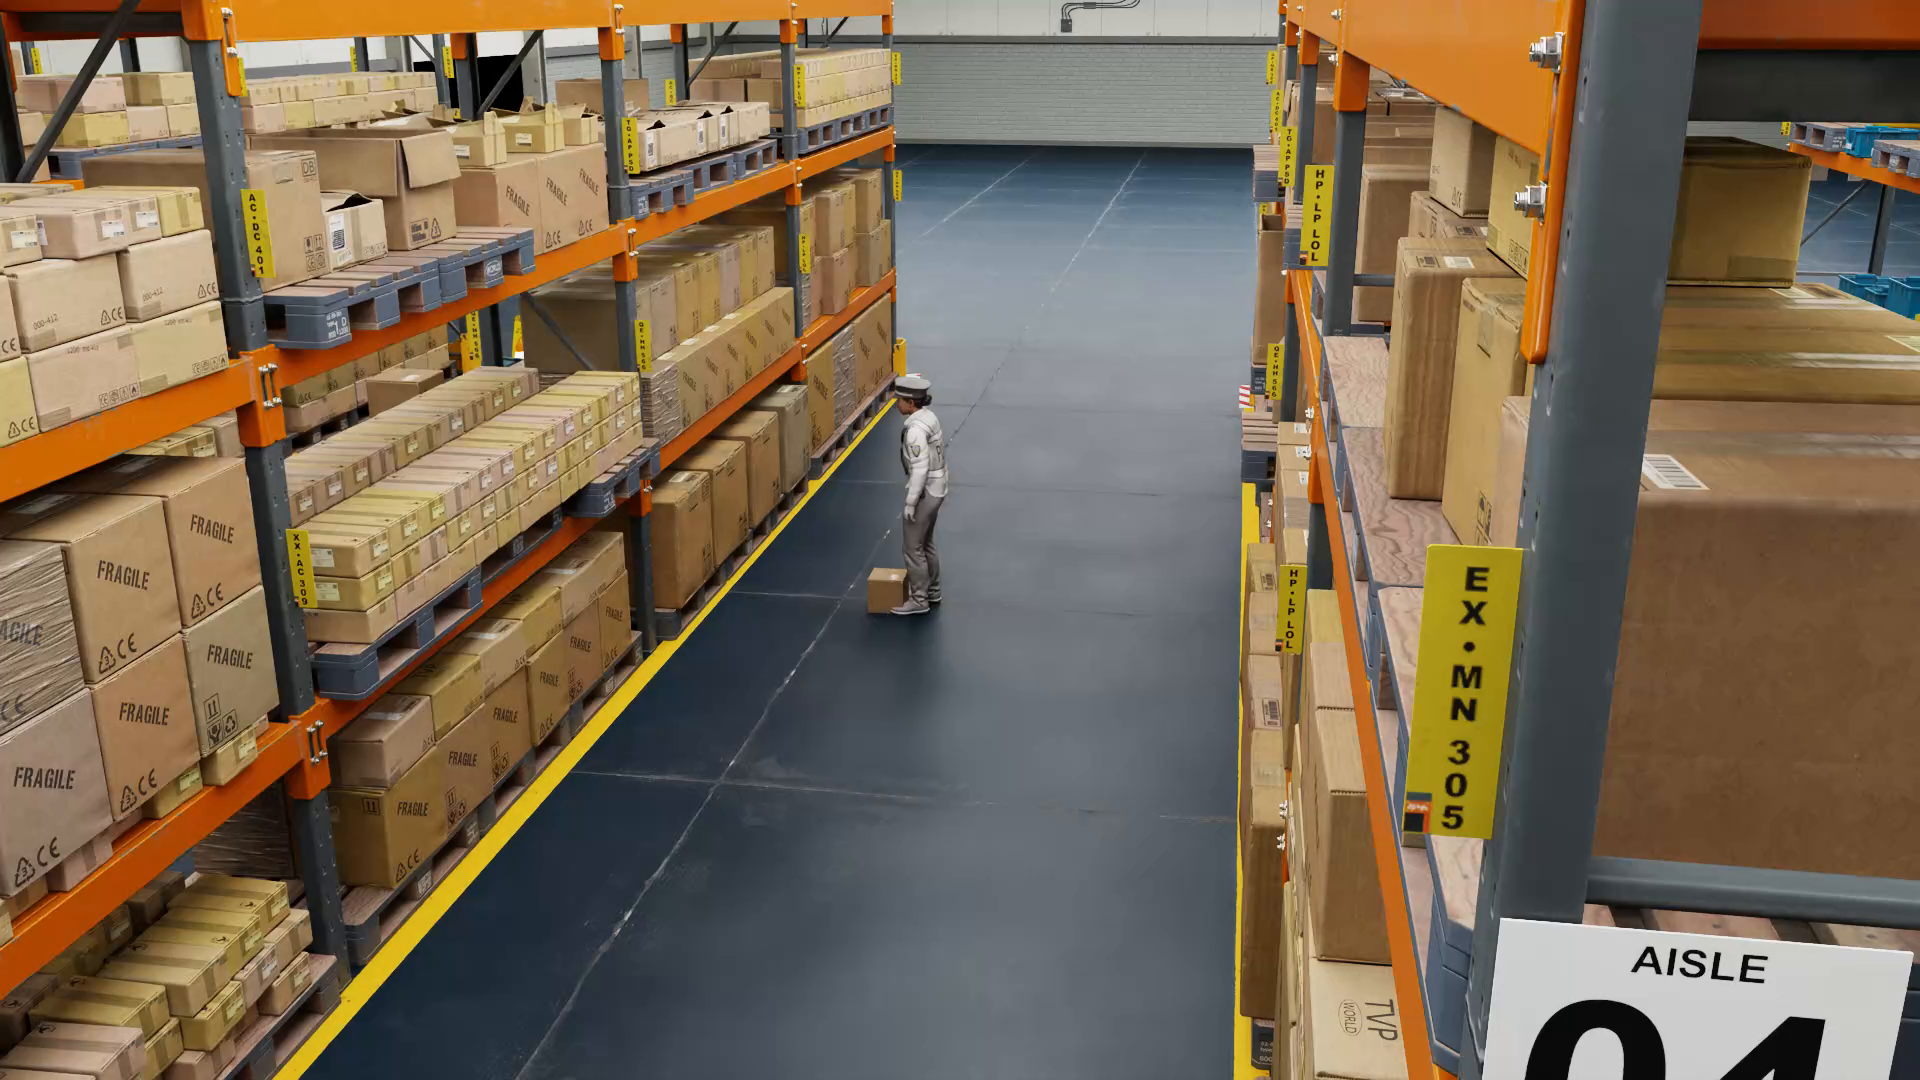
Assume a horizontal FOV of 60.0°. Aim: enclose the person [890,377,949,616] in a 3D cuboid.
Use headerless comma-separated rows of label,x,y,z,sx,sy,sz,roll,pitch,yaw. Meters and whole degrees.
person,-0.284,-0.304,11.482,0.403,1.663,0.528,3,18,9
